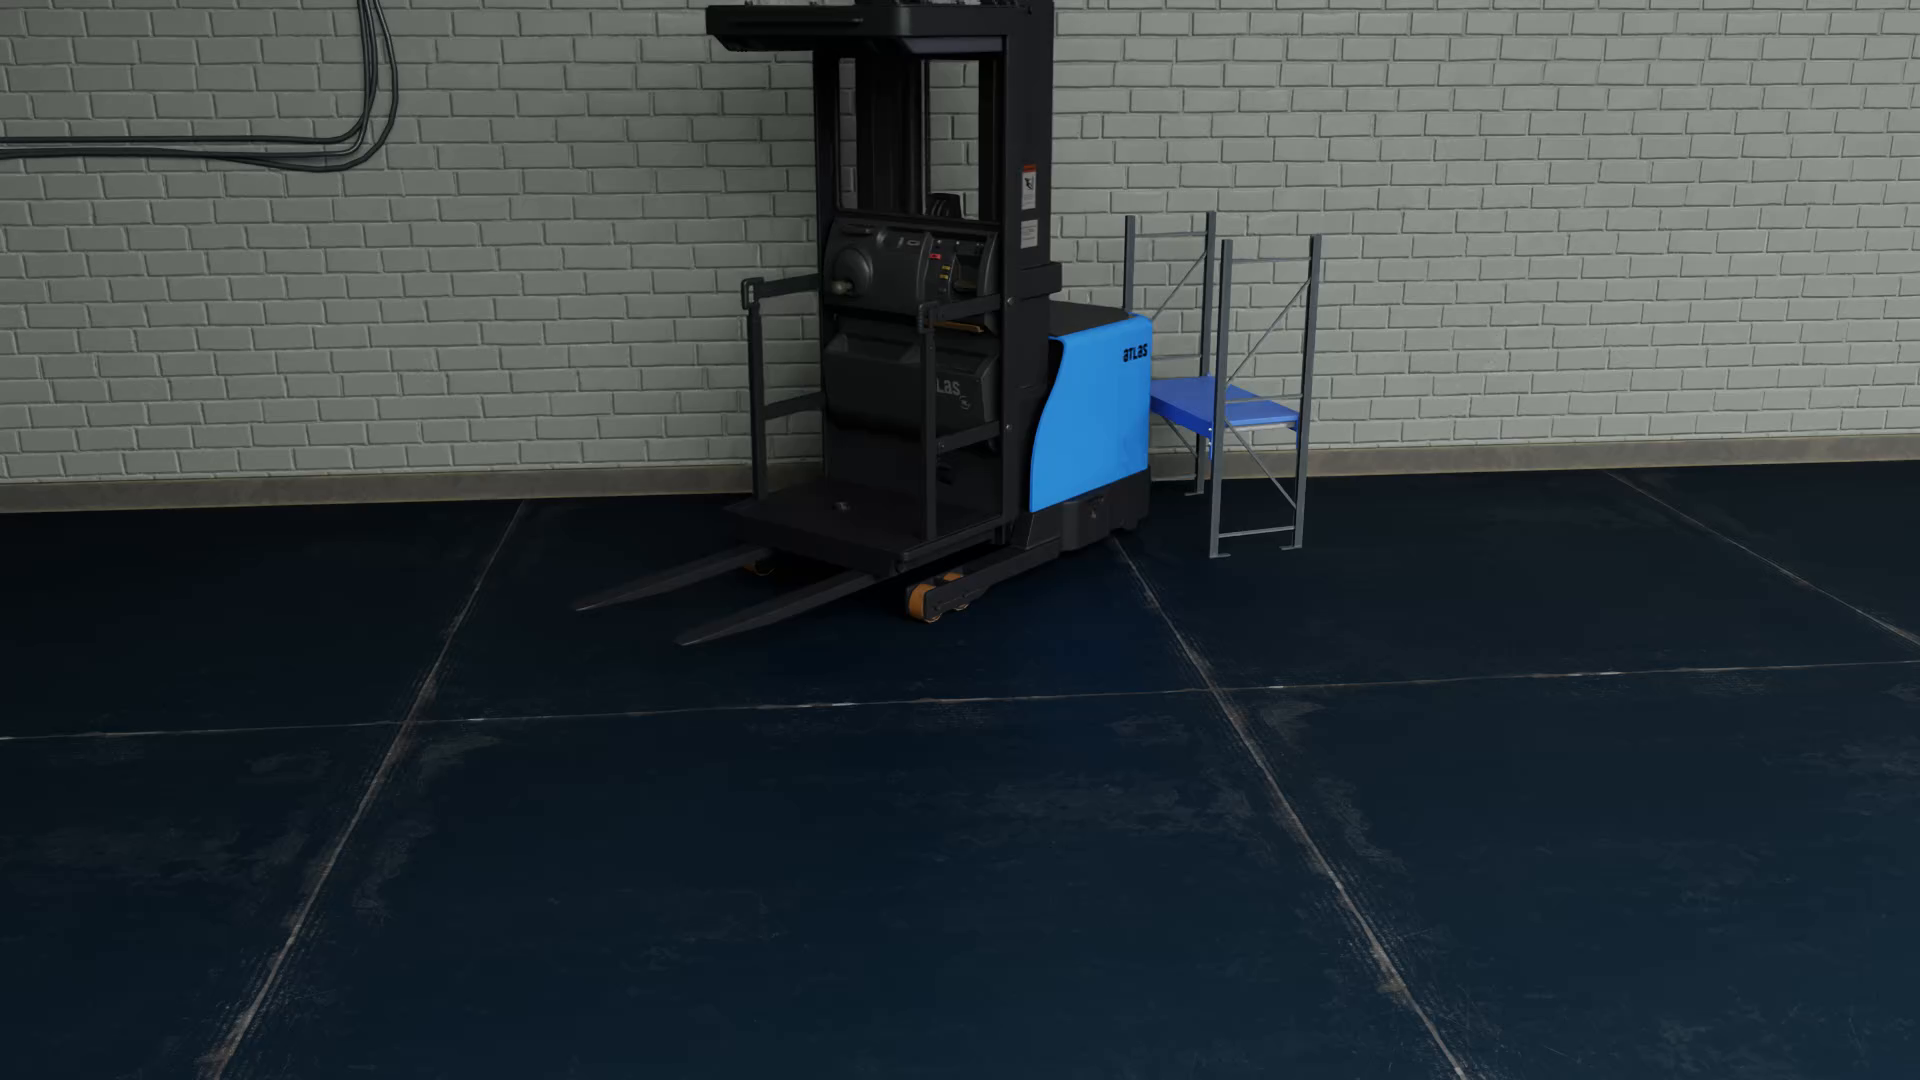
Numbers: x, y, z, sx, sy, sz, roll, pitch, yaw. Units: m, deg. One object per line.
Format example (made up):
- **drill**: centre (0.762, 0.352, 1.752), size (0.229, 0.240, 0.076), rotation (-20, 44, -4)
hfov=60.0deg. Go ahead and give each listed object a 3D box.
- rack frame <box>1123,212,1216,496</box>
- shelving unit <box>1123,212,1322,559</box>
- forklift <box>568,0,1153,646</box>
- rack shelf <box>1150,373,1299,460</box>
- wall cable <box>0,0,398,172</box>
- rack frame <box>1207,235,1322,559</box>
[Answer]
- **rack frame**: centre (1.074, -0.944, 8.679), size (0.500, 1.500, 0.032), rotation (-6, 18, -19)
- **shelving unit**: centre (1.245, -0.800, 8.222), size (0.538, 1.500, 1.048), rotation (-6, 18, -19)
- **forklift**: centre (-0.356, -1.213, 7.147), size (1.130, 2.935, 3.031), rotation (13, 22, 36)
- **rack shelf**: centre (1.245, -0.629, 8.276), size (0.538, 0.185, 1.000), rotation (-6, 18, -19)
- **wall cable**: centre (-4.304, -2.963, 7.776), size (3.097, 2.526, 0.112), rotation (-2, 18, -6)
- **rack frame**: centre (1.416, -0.657, 7.765), size (0.500, 1.500, 0.032), rotation (-6, 18, -19)
